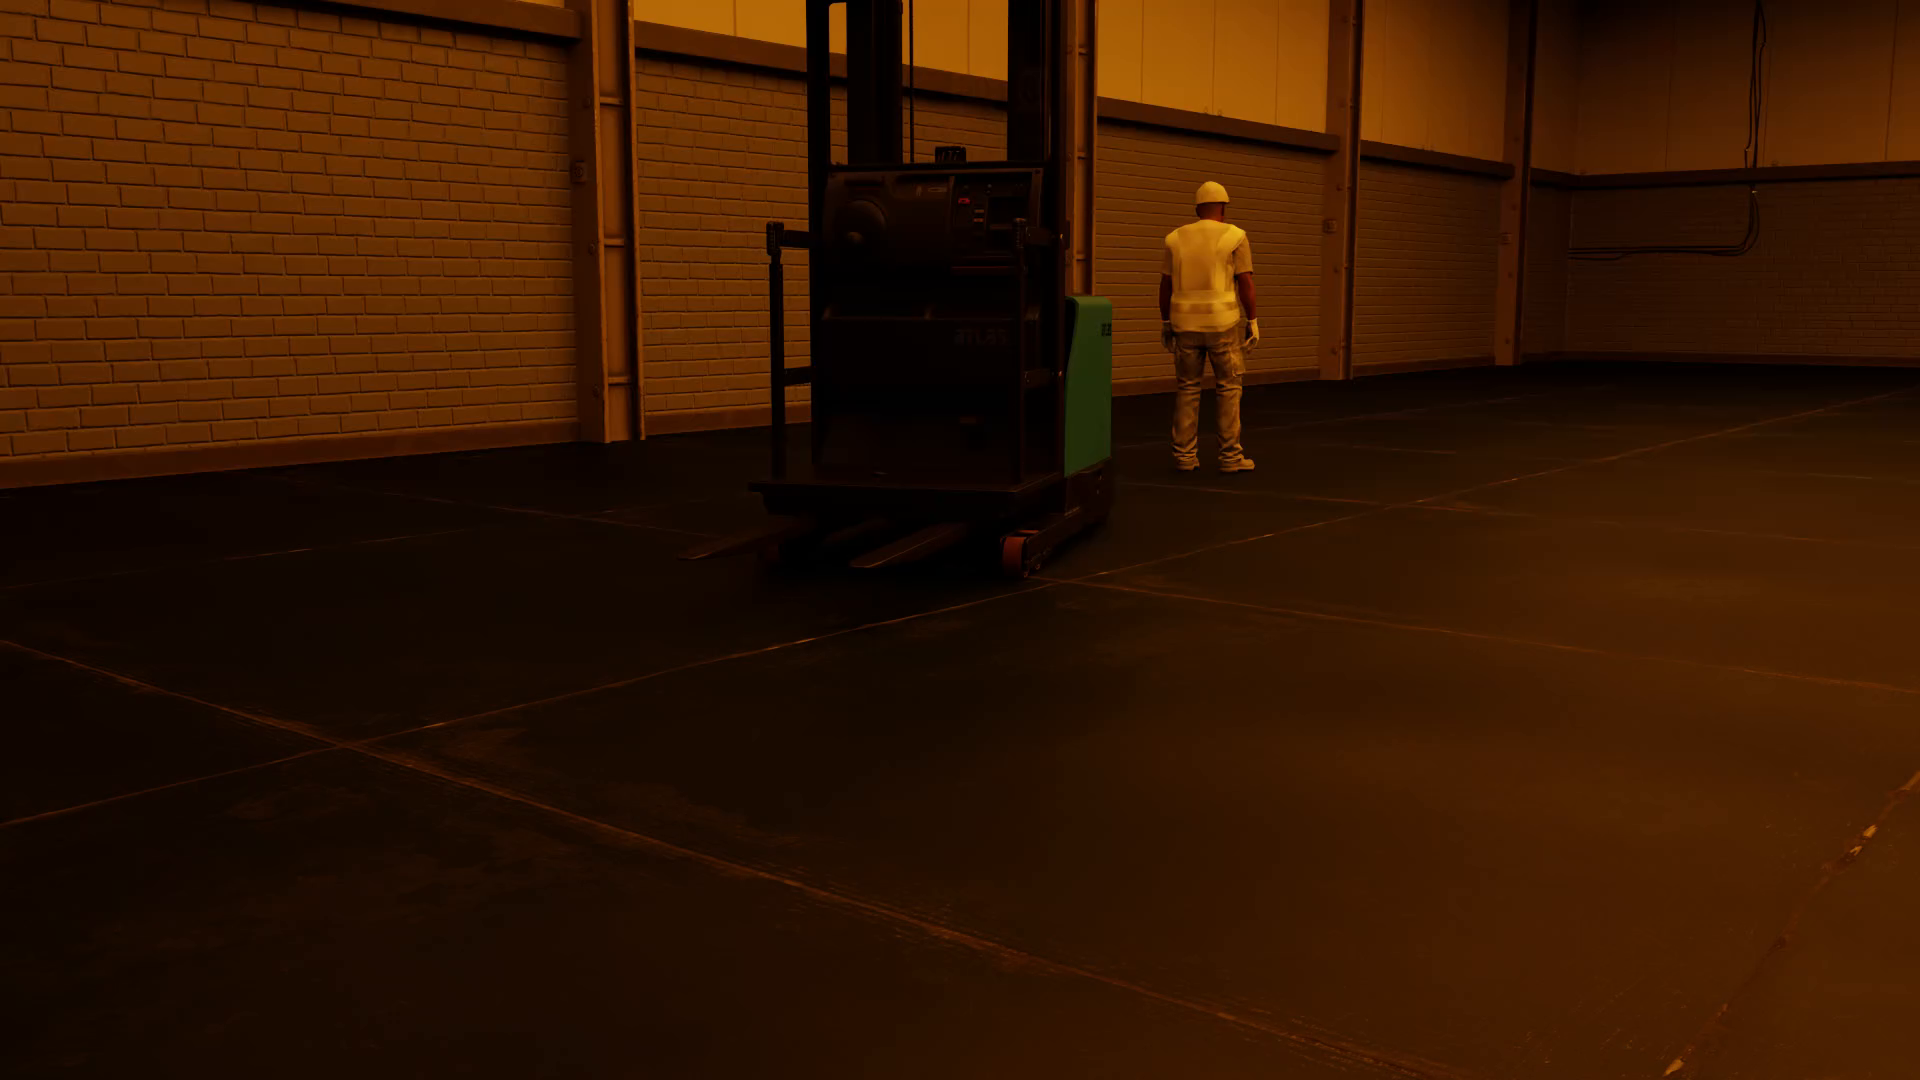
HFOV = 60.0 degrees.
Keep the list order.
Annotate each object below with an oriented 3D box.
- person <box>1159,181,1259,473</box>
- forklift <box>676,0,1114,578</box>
[{"bbox_3d":[1.536,-1.313,10.267,0.625,1.774,0.454,4,9,27],"label":"person"},{"bbox_3d":[-0.176,-1.366,6.616,1.130,2.935,3.031,3,9,17],"label":"forklift"}]
